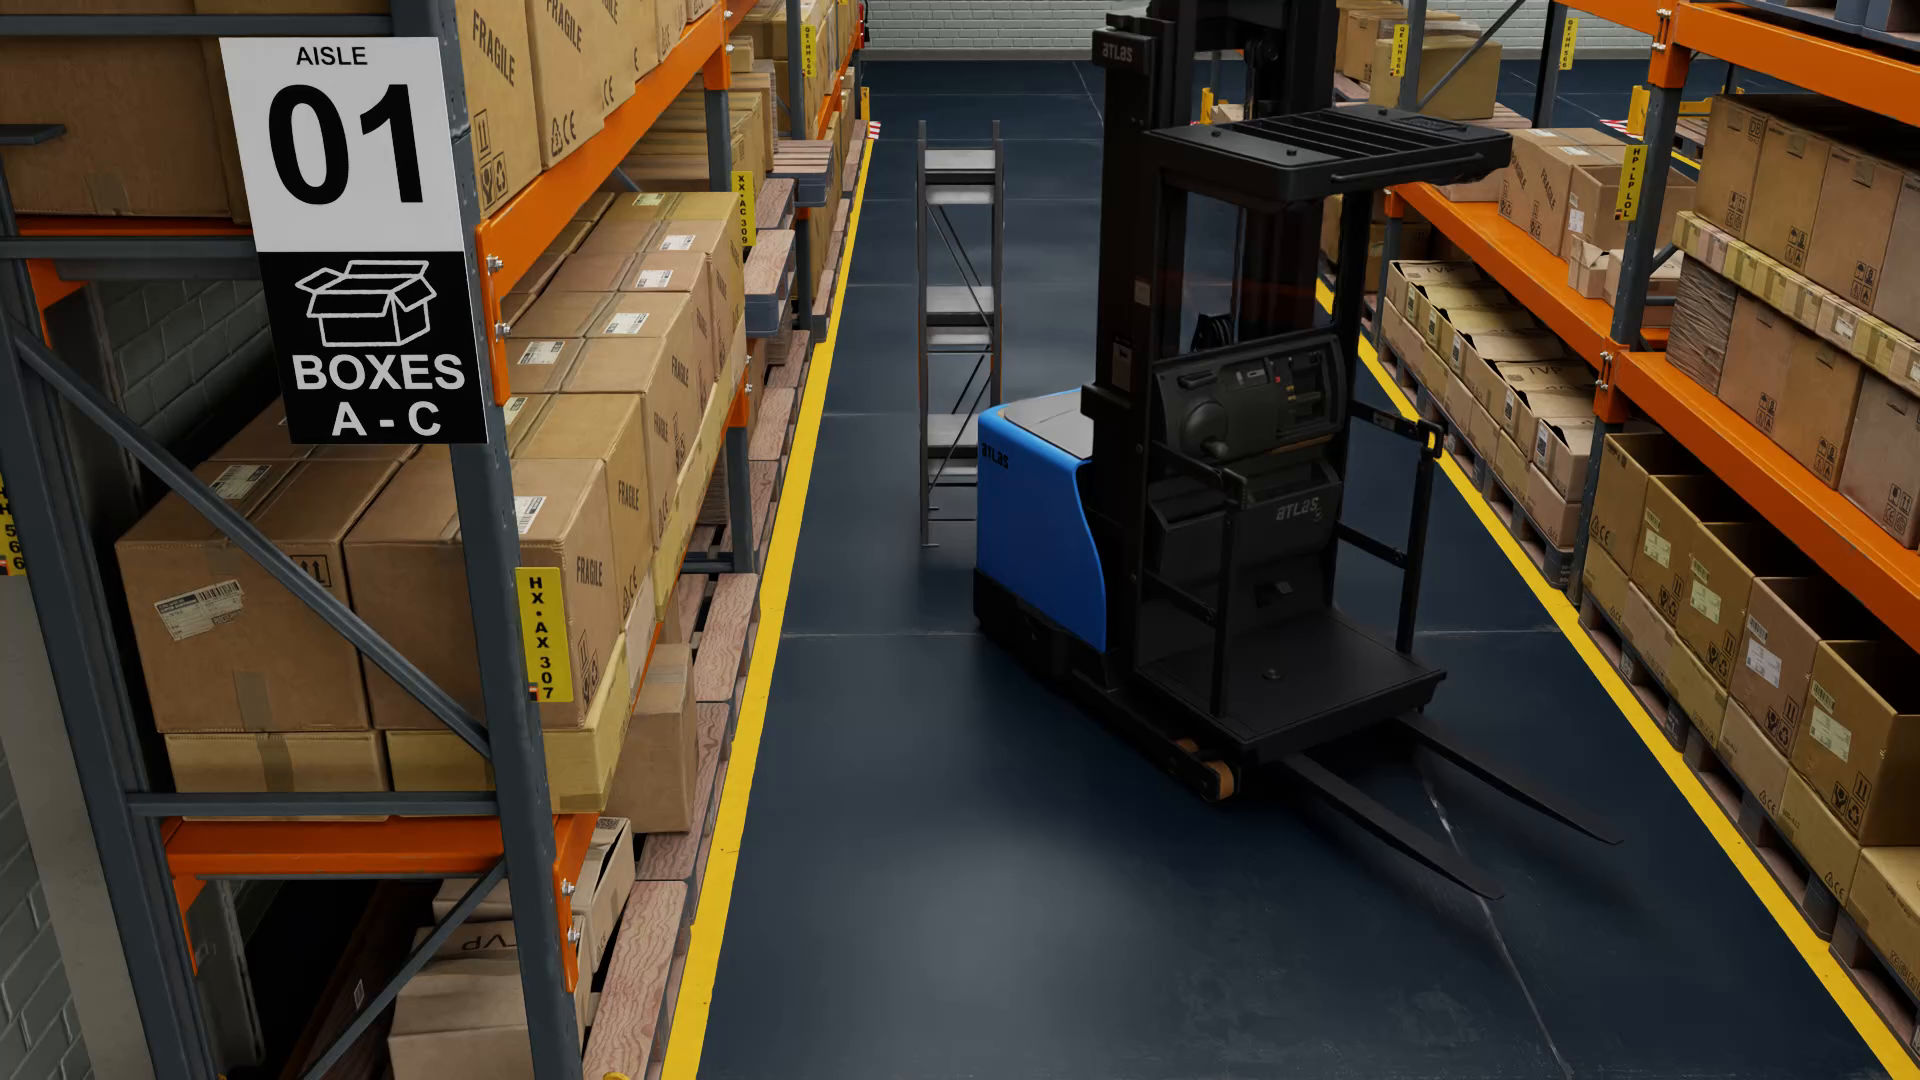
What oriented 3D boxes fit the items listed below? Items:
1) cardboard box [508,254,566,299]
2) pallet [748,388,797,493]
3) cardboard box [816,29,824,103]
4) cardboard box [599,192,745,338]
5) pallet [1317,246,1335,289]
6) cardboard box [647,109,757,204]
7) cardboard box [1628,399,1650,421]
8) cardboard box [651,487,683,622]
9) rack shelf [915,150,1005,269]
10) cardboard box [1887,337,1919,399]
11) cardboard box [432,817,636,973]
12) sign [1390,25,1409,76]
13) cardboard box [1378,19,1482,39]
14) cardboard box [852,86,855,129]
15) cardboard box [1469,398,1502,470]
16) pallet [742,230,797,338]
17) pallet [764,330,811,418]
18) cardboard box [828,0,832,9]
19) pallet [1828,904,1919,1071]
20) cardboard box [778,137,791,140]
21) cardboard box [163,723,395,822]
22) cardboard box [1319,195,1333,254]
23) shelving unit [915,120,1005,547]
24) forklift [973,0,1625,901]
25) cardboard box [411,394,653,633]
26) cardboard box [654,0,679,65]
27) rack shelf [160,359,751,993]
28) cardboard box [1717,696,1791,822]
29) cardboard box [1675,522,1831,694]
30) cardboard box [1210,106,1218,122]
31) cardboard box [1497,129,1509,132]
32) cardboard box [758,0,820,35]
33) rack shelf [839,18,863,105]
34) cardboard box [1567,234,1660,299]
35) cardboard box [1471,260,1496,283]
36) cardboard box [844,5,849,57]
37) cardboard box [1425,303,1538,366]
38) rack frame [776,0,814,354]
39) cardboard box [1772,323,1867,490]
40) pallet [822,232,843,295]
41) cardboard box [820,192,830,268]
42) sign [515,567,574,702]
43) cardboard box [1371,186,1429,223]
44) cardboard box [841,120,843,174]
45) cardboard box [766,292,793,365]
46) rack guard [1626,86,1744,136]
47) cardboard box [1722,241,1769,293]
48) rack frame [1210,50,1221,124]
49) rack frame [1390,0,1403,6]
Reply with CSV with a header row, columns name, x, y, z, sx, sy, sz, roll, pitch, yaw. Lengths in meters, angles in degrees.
name,x,y,z,sx,sy,sz,roll,pitch,yaw
cardboard box,-1.691,-0.713,5.934,0.500,0.500,0.500,0,24,1
pallet,-1.515,-0.598,9.816,1.003,0.211,1.213,0,24,-1
cardboard box,-1.282,-3.504,12.350,0.500,0.500,0.500,0,24,-1
cardboard box,-1.174,-1.133,6.862,0.500,0.500,0.500,0,24,-1
pallet,3.440,-2.254,13.479,1.003,0.211,1.213,0,24,-1
cardboard box,-1.497,-2.001,8.879,0.700,0.500,0.500,3,25,7
cardboard box,3.709,-0.639,8.670,0.500,0.311,0.500,-1,24,-1
cardboard box,-1.152,0.037,5.185,0.500,0.250,0.500,-1,24,-1
rack shelf,-0.002,-1.650,8.185,0.431,0.518,0.480,0,24,-1
cardboard box,3.295,-0.556,5.431,0.380,0.149,0.250,-1,24,-1
cardboard box,-1.369,1.109,5.387,0.500,0.311,0.500,2,24,4
sign,2.879,-3.201,10.878,0.100,0.325,0.005,0,24,-1
cardboard box,3.482,-3.589,12.415,0.700,0.500,0.500,4,25,9
cardboard box,-1.512,-4.753,18.143,0.700,0.500,0.500,0,24,-1
cardboard box,3.161,-0.595,9.252,0.500,0.250,0.500,0,24,1
pallet,-1.351,-1.272,8.155,1.003,0.211,1.213,0,24,-1
pallet,-1.525,-1.099,10.925,1.003,0.211,1.213,0,24,-1
cardboard box,-1.319,-4.470,13.577,0.500,0.250,0.500,0,24,1
pallet,3.458,1.536,5.097,1.003,0.211,1.213,0,24,-1
cardboard box,-1.304,-2.723,11.412,0.380,0.149,0.250,-1,24,-1
cardboard box,-1.644,0.472,4.224,0.500,0.250,0.500,0,24,0
cardboard box,3.159,-2.591,13.338,0.500,0.500,0.500,-1,24,-3
shelving unit,-0.002,-1.025,8.468,0.431,2.100,0.503,0,24,-1
forklift,1.268,-0.533,6.371,1.130,2.935,3.031,-14,28,-29
cardboard box,-1.145,-0.080,4.534,0.500,0.500,0.500,0,24,0
cardboard box,-1.199,-1.821,5.352,0.500,0.500,0.500,-1,24,-3
rack shelf,-1.467,0.108,5.744,1.077,0.370,4.000,0,24,-1
cardboard box,3.179,0.805,6.158,0.500,0.250,0.500,0,24,-1
cardboard box,3.168,0.257,6.459,0.500,0.500,0.500,0,24,-1
cardboard box,2.995,-4.740,18.515,0.380,0.149,0.250,0,24,-1
cardboard box,3.381,-2.525,10.801,0.500,0.311,0.500,1,24,3
cardboard box,-1.295,-3.840,12.183,0.500,0.250,0.500,0,24,0
rack shelf,-1.598,-4.837,16.677,1.077,0.370,4.000,0,24,-1
cardboard box,3.271,-1.368,8.297,0.396,0.266,0.258,-1,24,-2
cardboard box,3.673,-1.695,11.004,0.500,0.311,0.500,0,24,1
cardboard box,-1.568,-5.001,15.804,0.980,0.700,0.700,-1,24,-2
cardboard box,3.151,-1.266,10.056,0.500,0.311,0.500,-1,24,-2
rack frame,-1.532,-2.692,11.062,1.000,3.000,0.127,0,24,-1
cardboard box,3.490,-0.506,6.108,0.700,0.500,0.500,0,24,0
pallet,-1.476,-2.248,13.464,1.003,0.211,1.213,0,24,-1
cardboard box,-1.412,-2.568,12.888,0.750,0.750,0.750,0,24,-1
sign,-0.902,0.208,3.600,0.100,0.325,0.005,0,24,-1
cardboard box,3.171,-2.526,12.286,0.500,0.250,0.500,1,24,1
cardboard box,-1.482,-3.701,15.817,0.700,0.500,0.500,0,24,0
cardboard box,-1.472,-1.457,10.831,0.700,0.500,0.500,0,24,0
rack guard,8.274,-4.904,18.986,1.175,0.500,0.348,0,24,-1
cardboard box,3.281,-1.087,6.605,0.380,0.149,0.250,-1,24,-2
rack frame,3.334,-6.012,18.403,1.000,3.000,0.127,0,24,-1
rack frame,3.377,-4.364,14.759,1.000,3.000,0.127,0,24,-1
